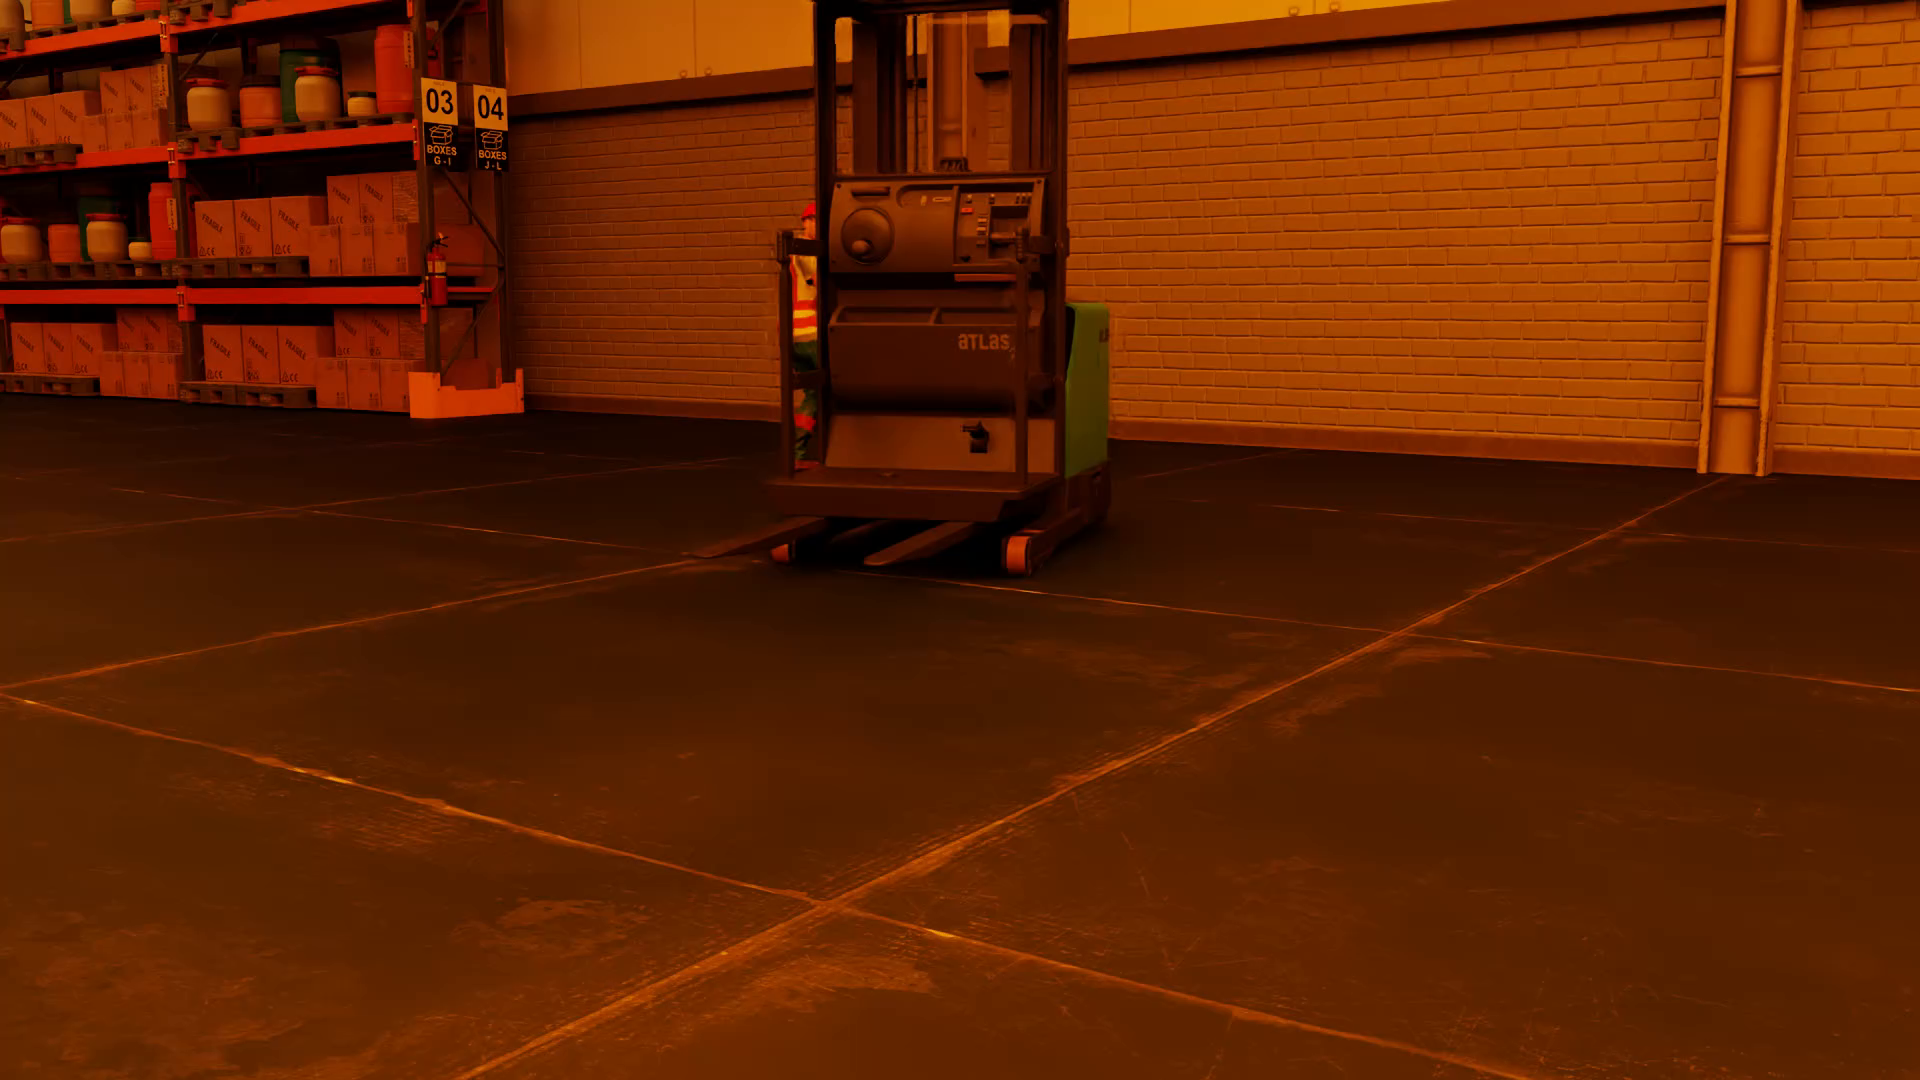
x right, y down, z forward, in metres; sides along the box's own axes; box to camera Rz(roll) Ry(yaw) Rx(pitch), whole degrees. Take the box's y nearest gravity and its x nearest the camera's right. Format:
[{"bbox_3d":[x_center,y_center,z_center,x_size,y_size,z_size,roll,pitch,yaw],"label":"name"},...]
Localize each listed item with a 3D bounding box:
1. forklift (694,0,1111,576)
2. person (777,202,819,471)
[{"bbox_3d":[-0.159,-1.367,6.809,1.130,2.935,3.031,2,8,16],"label":"forklift"},{"bbox_3d":[-0.917,-1.296,10.663,0.520,1.728,0.763,-5,9,-30],"label":"person"}]
